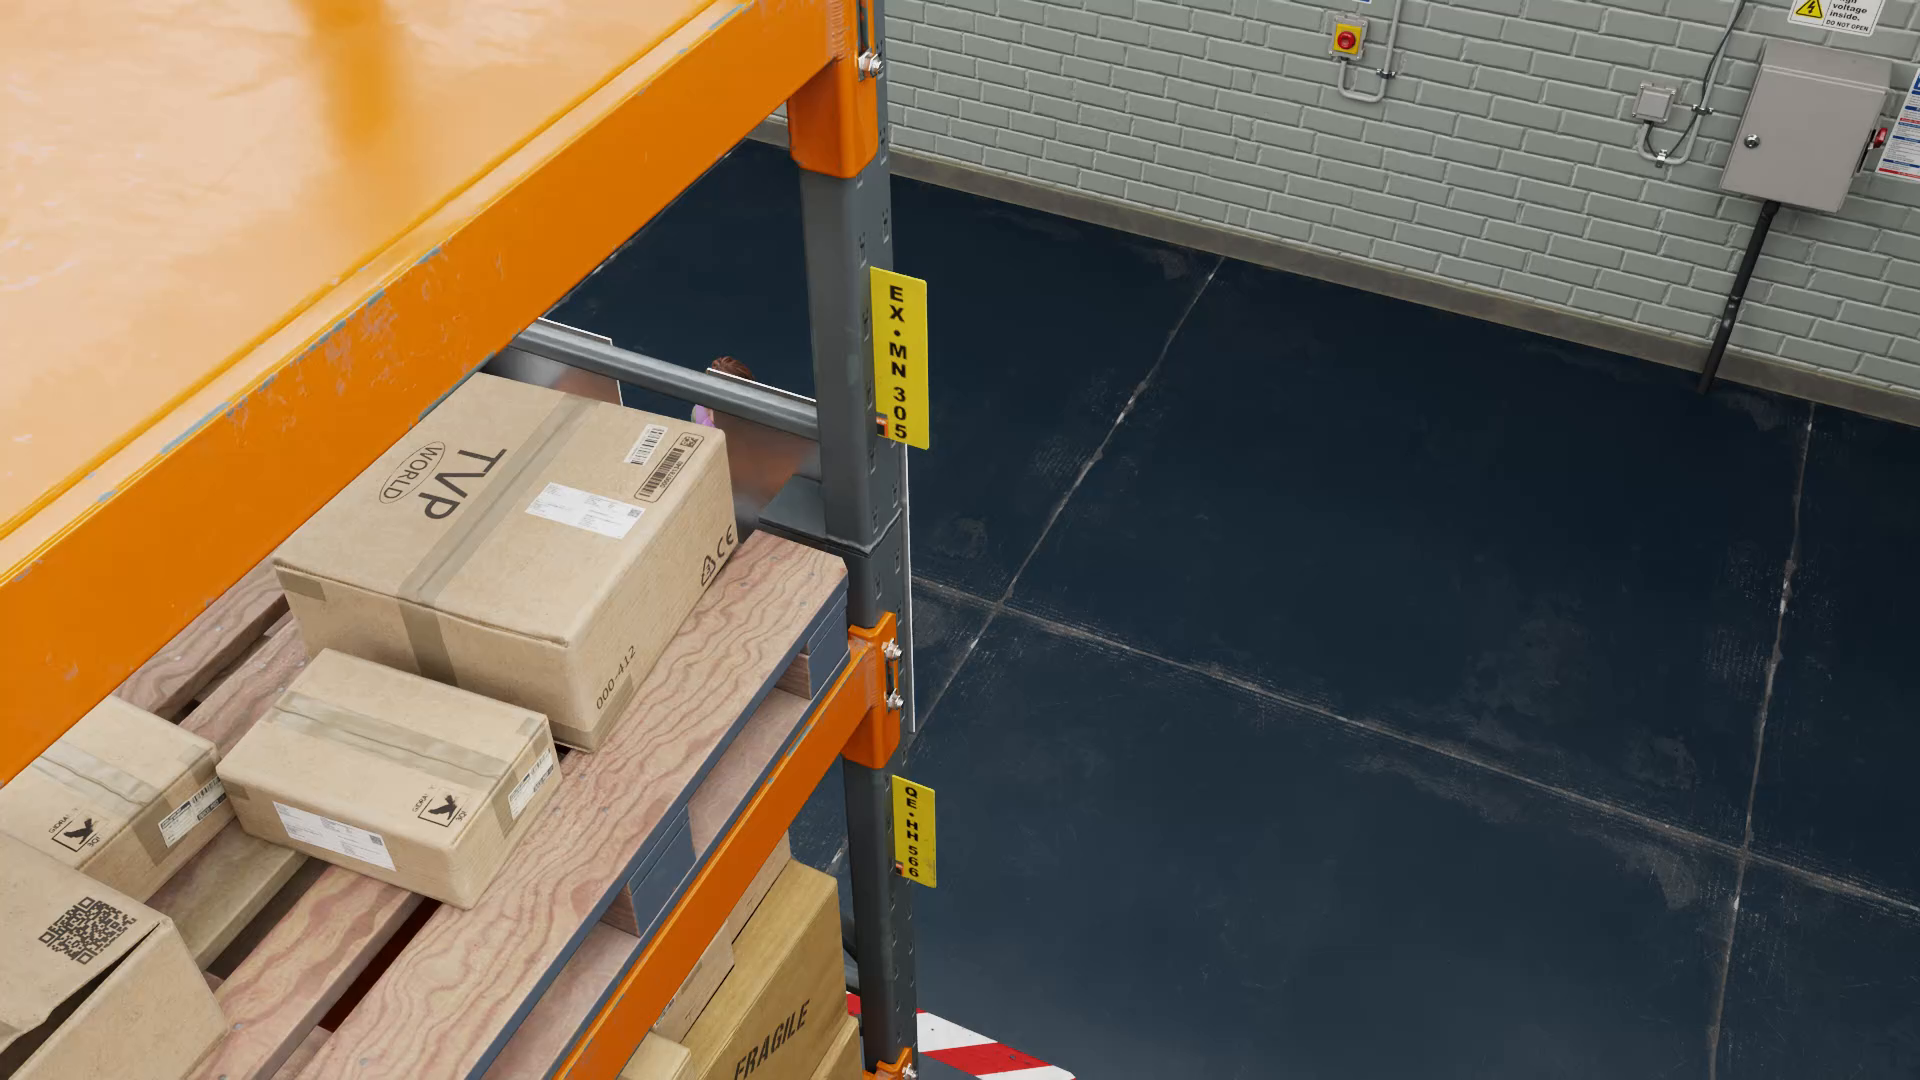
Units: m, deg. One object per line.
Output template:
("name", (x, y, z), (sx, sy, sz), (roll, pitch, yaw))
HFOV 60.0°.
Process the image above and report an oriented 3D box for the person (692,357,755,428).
("person", (-0.795, -0.047, 6.220), (0.460, 1.592, 0.368), (18, 45, 18))
